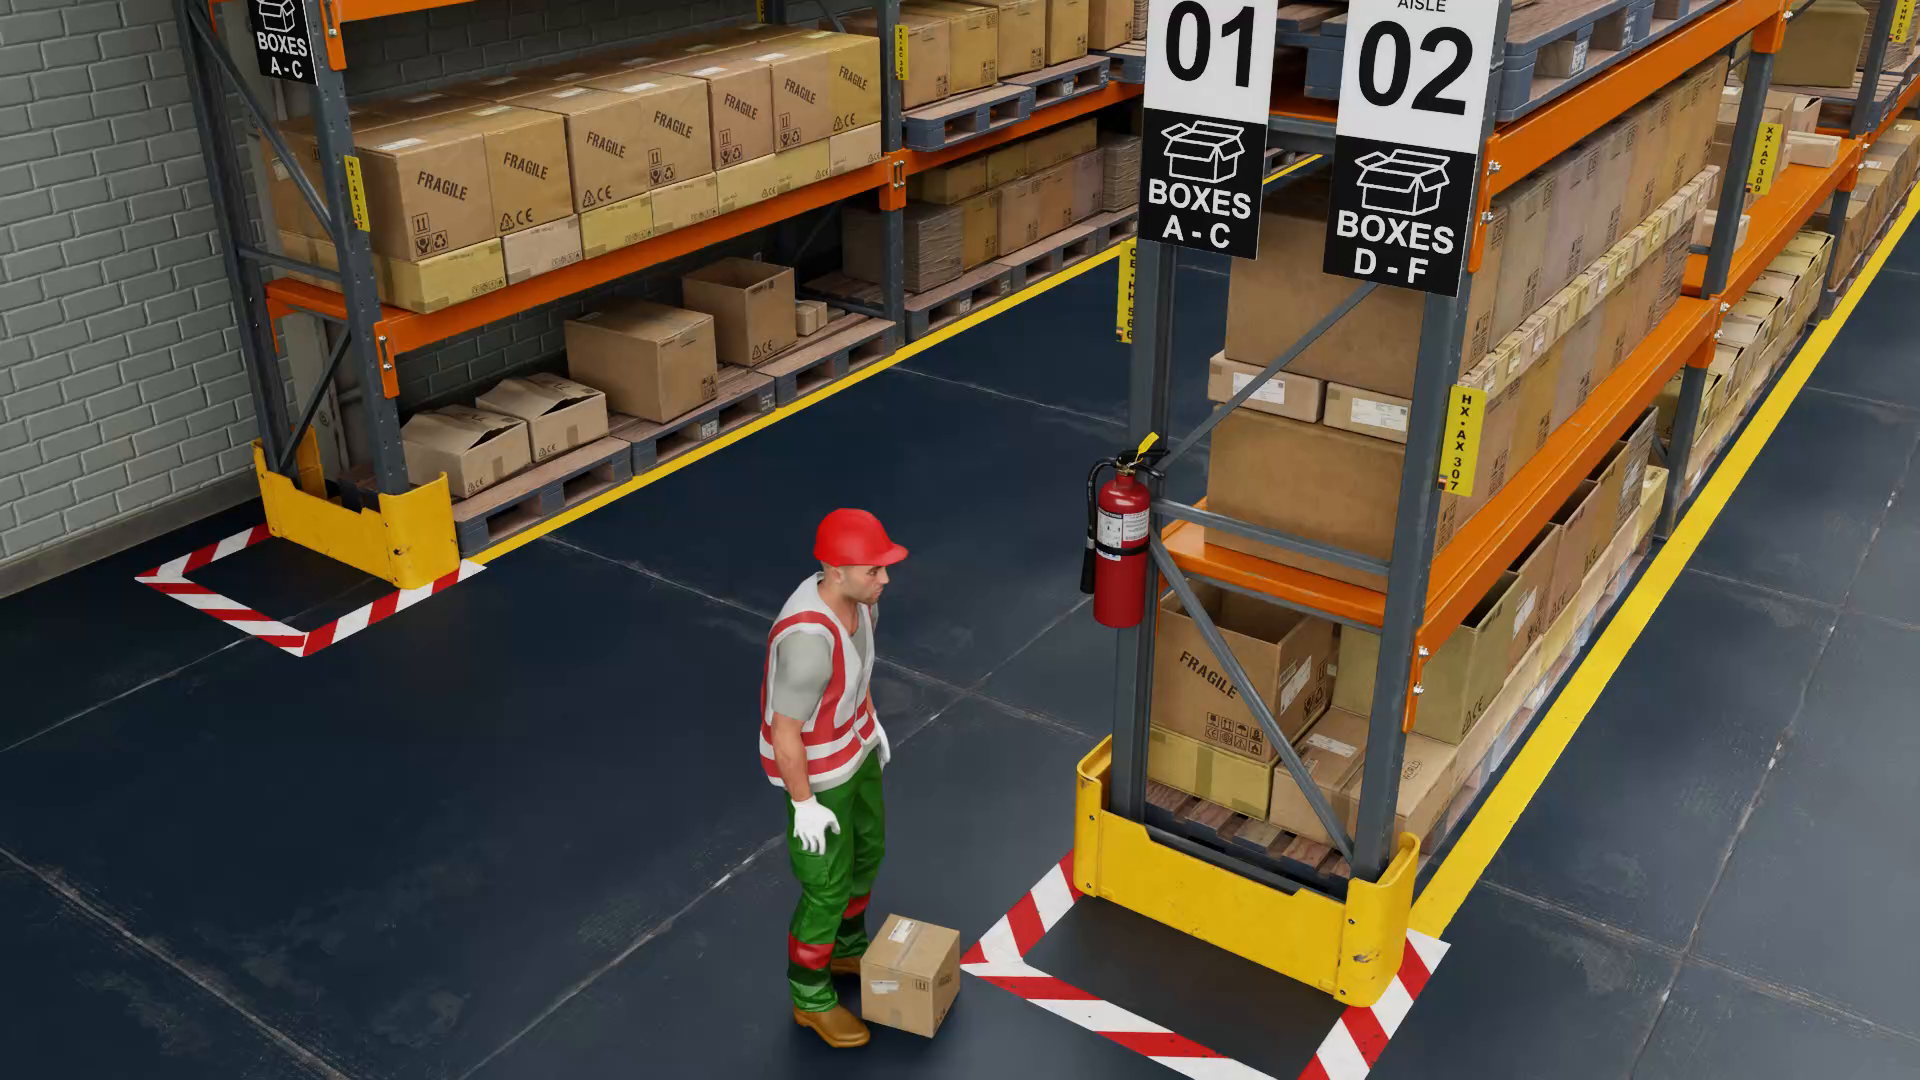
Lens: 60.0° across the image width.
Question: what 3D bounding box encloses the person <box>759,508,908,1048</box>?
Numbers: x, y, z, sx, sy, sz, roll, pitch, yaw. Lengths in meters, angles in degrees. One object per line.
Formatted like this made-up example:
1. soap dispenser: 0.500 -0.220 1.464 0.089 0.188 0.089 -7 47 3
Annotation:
1. person: -0.377 0.712 5.185 0.451 1.778 0.600 9 28 18
